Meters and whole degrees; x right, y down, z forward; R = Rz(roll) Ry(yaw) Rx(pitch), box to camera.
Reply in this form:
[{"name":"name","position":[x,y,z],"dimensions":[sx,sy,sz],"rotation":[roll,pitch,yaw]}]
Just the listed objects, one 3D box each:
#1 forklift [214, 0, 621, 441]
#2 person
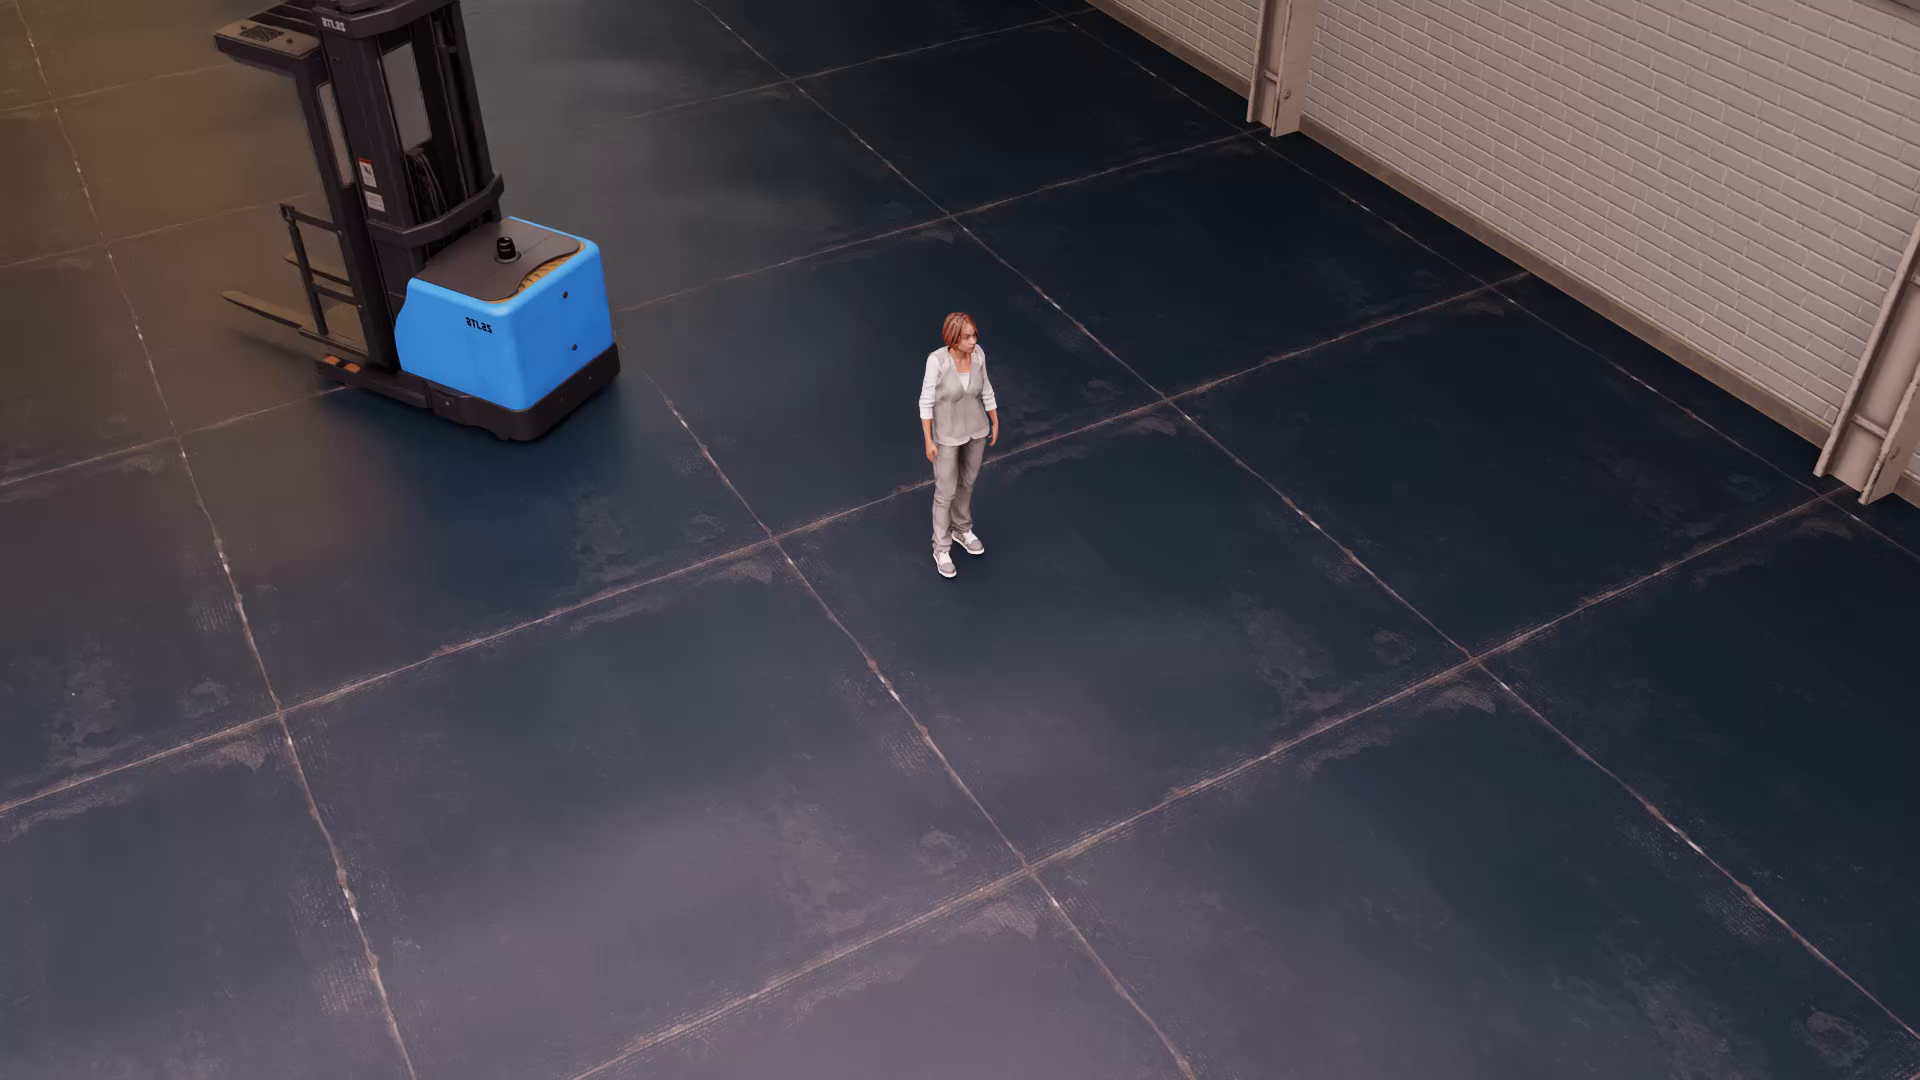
[{"name":"forklift","position":[-3.918,-2.466,11.009],"dimensions":[3.031,2.935,1.130],"rotation":[20,44,22]},{"name":"person","position":[0.025,-0.575,9.762],"dimensions":[0.520,1.599,0.473],"rotation":[-20,44,-23]}]
